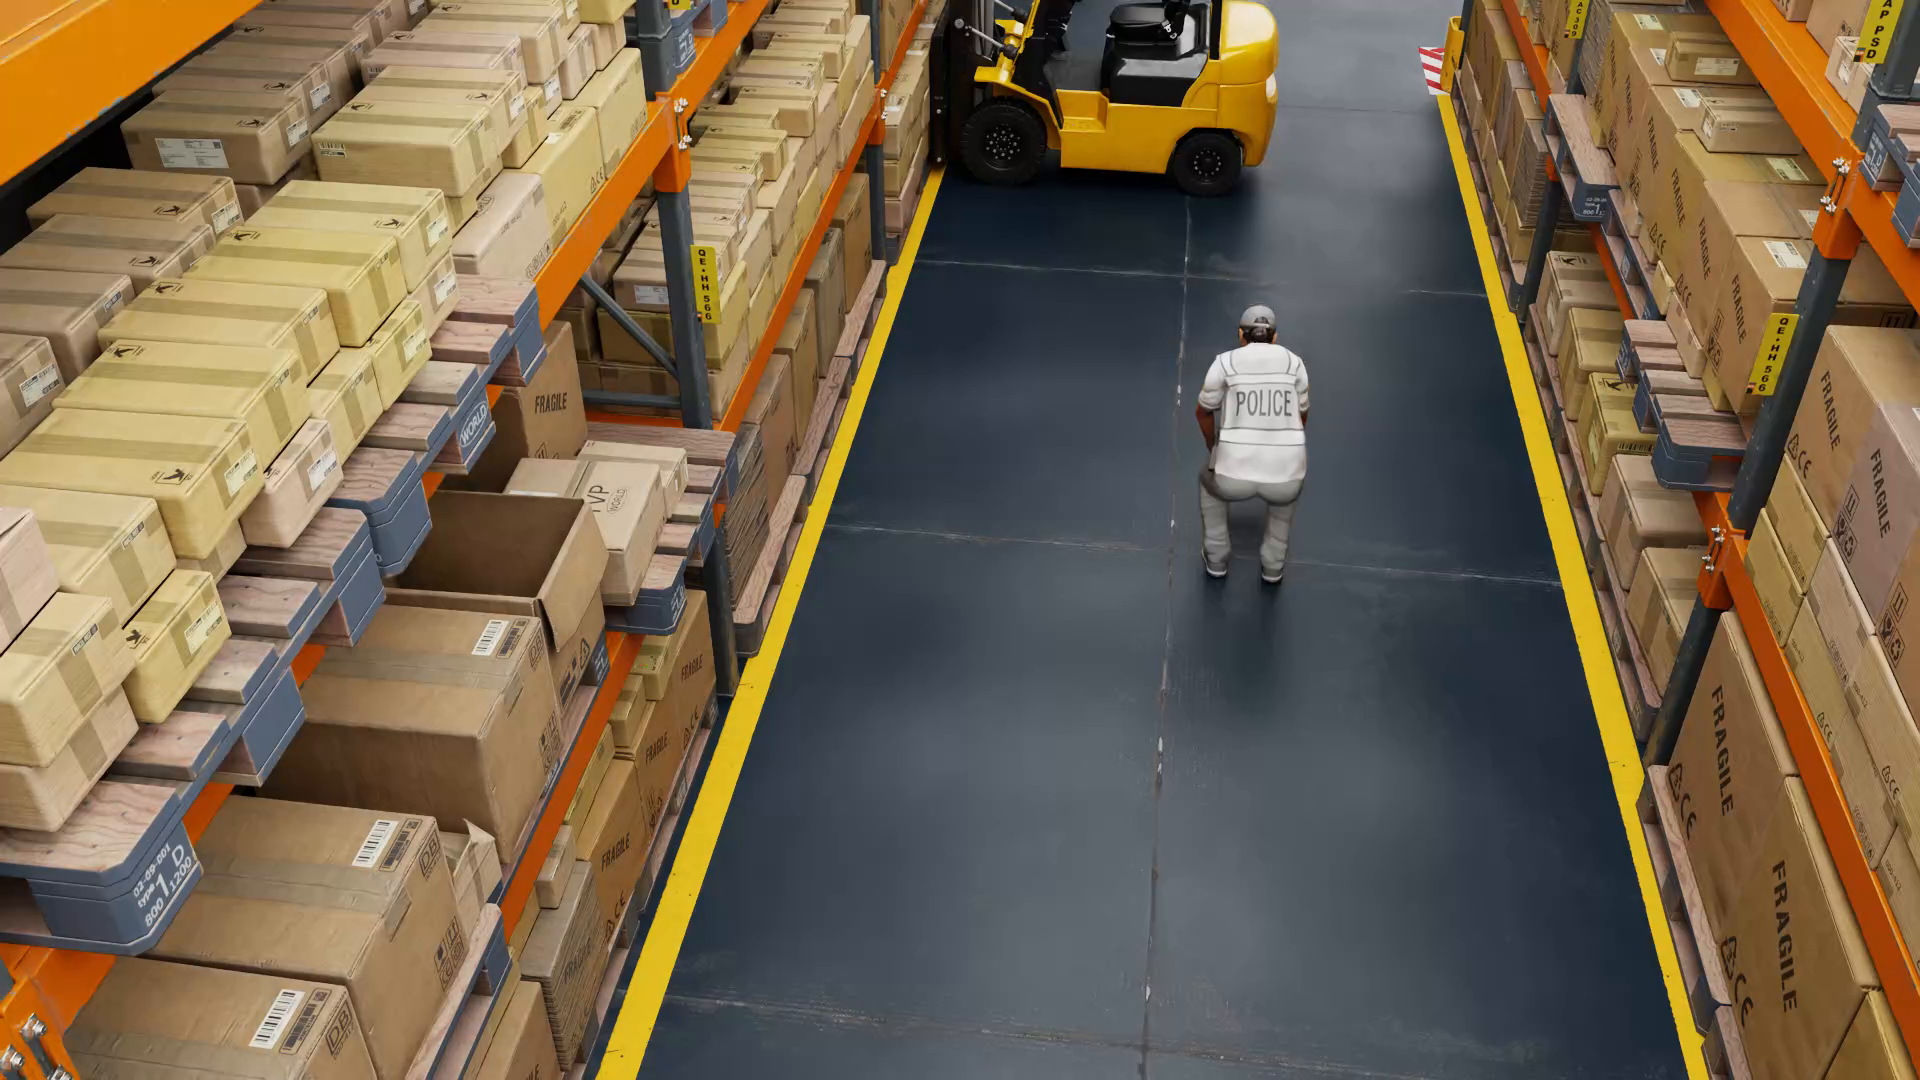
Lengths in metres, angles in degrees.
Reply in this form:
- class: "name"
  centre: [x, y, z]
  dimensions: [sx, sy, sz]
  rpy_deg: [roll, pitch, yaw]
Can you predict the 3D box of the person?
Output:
- class: "person"
  centre: [1.383, -0.425, 7.955]
  dimensions: [0.538, 1.268, 0.784]
  rpy_deg: [4, 37, 6]
